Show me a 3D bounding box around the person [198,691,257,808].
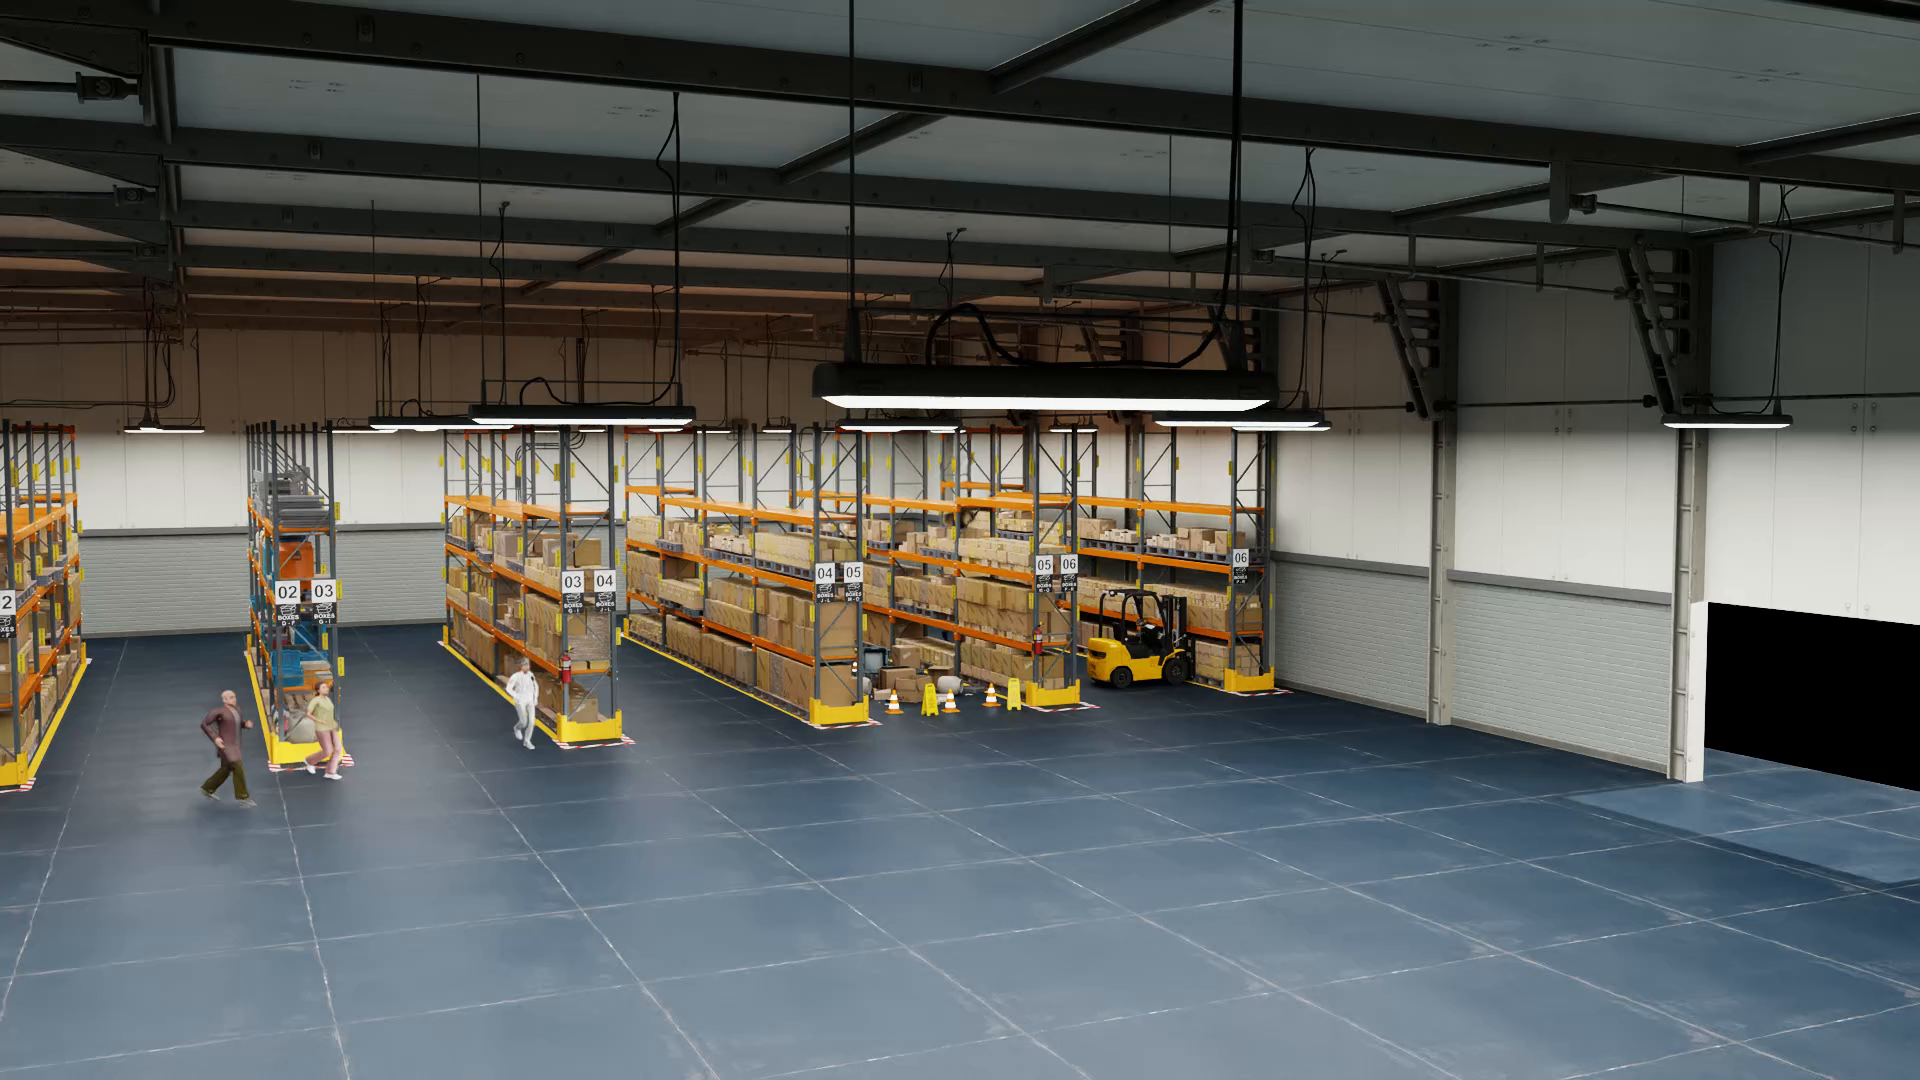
[{"bbox_3d":[-11.309,3.221,25.707,0.979,1.815,0.680,0,4,6],"label":"person"}]

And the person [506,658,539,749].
[{"bbox_3d":[-8.045,2.990,30.659,0.657,1.675,0.611,-3,5,-39],"label":"person"}]

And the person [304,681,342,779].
[{"bbox_3d":[-10.661,3.180,27.795,0.664,1.645,0.595,1,4,17],"label":"person"}]

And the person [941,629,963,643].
[{"bbox_3d":[-0.235,2.146,44.760,0.587,1.633,0.973,-2,4,-23],"label":"person"}]
